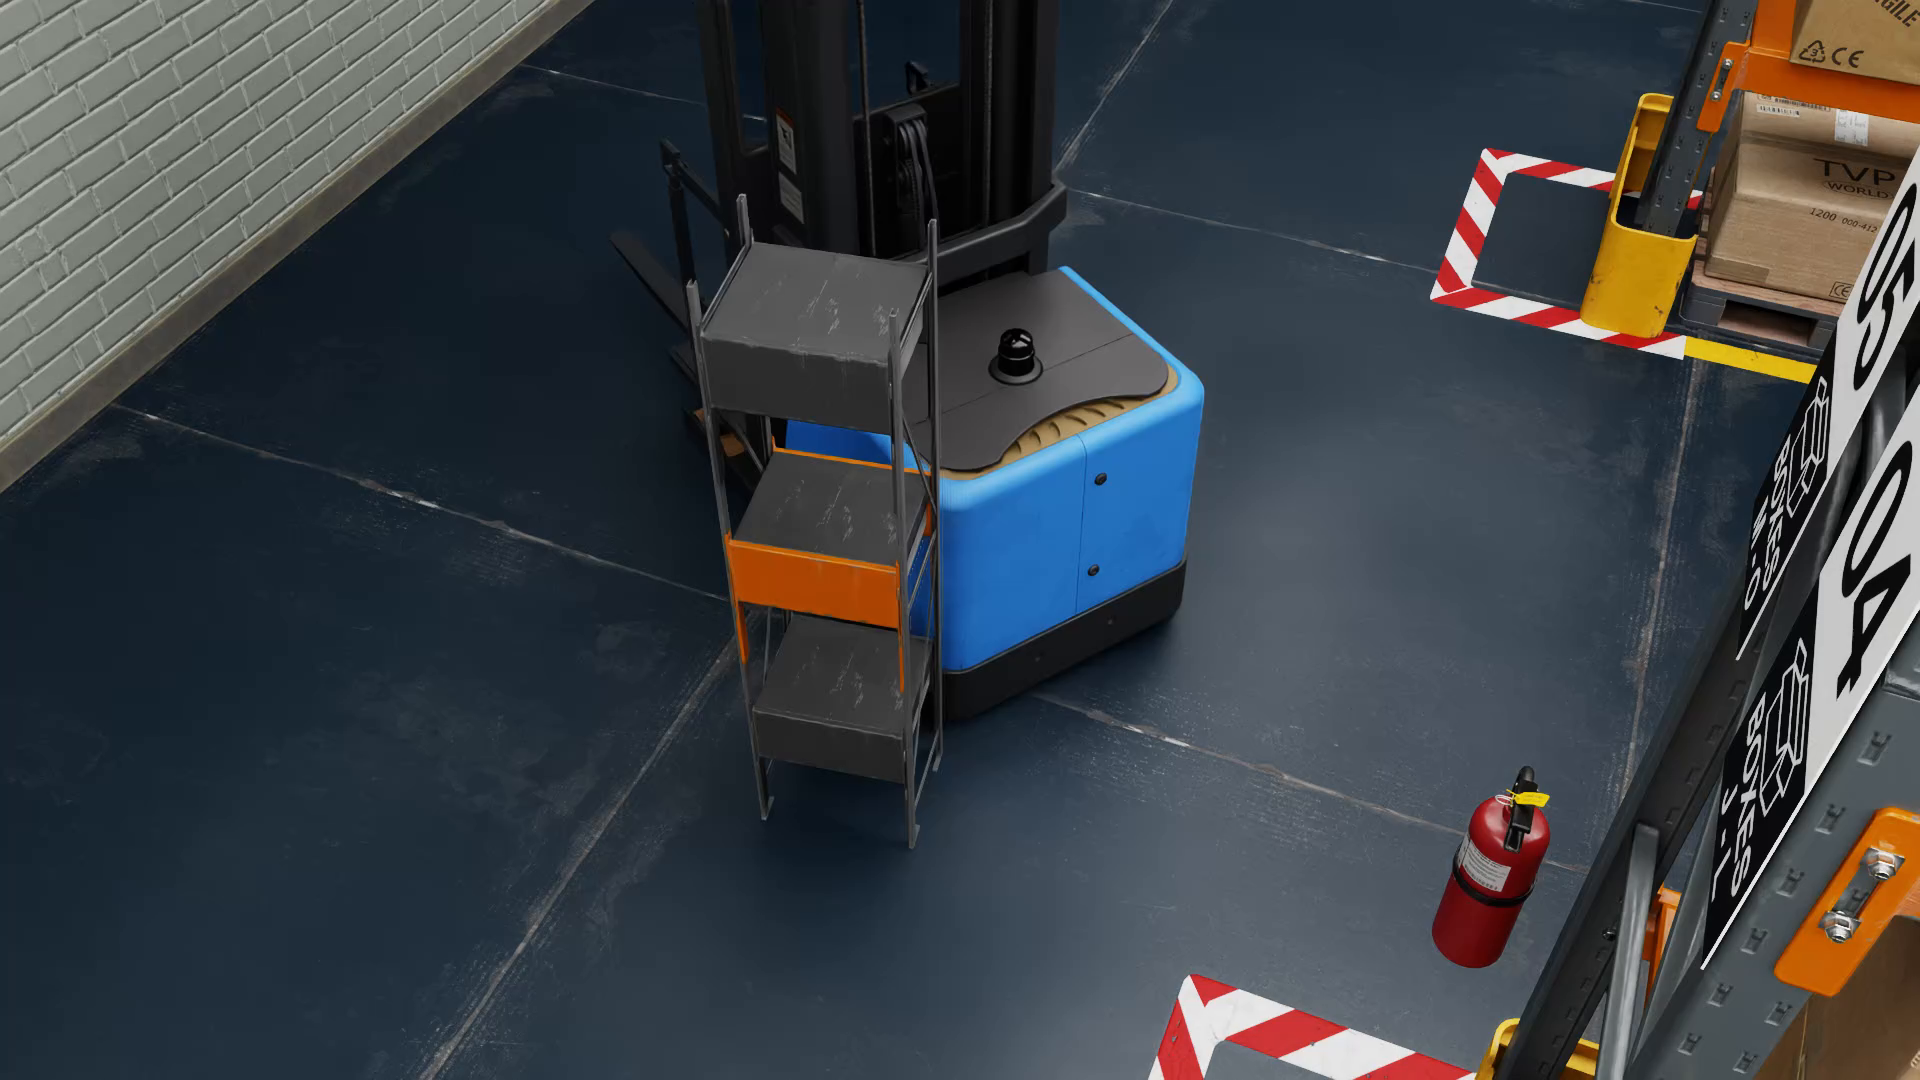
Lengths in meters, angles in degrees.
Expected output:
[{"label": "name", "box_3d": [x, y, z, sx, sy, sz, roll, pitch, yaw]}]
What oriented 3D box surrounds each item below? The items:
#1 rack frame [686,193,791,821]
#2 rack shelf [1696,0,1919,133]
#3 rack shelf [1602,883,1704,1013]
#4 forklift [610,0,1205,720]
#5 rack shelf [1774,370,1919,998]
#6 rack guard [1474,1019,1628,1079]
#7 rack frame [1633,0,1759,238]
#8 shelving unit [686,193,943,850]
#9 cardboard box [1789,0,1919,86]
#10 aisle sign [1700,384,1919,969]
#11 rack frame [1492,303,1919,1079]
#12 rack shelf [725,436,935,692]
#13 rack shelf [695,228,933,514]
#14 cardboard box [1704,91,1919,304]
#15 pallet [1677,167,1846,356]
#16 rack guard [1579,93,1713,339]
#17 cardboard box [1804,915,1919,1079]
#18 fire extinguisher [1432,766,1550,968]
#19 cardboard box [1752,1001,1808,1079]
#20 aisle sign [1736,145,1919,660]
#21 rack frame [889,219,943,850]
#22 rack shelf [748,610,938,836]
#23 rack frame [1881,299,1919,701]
[{"label": "rack frame", "box_3d": [-0.585, 0.020, 4.741, 0.015, 2.100, 0.400, 9, 46, 9]}, {"label": "rack shelf", "box_3d": [4.923, -1.531, 6.172, 4.000, 0.370, 1.077, 16, 47, 16]}, {"label": "rack shelf", "box_3d": [3.110, 1.719, 2.906, 4.000, 0.370, 1.077, 16, 47, 16]}, {"label": "forklift", "box_3d": [-0.431, -1.455, 5.634, 1.130, 2.935, 3.031, -25, 50, -23]}, {"label": "rack shelf", "box_3d": [3.110, 0.655, 1.848, 4.000, 0.370, 1.077, 16, 47, 16]}, {"label": "rack guard", "box_3d": [1.335, 1.827, 4.059, 0.348, 0.500, 1.175, 16, 47, 16]}, {"label": "rack frame", "box_3d": [3.077, -2.329, 6.464, 0.127, 3.000, 1.000, 16, 47, 16]}, {"label": "shelving unit", "box_3d": [-0.347, 0.059, 4.702, 0.503, 2.100, 0.431, 9, 46, 9]}, {"label": "cardboard box", "box_3d": [3.409, -2.047, 6.110, 0.500, 0.500, 0.500, 16, 47, 16]}, {"label": "aisle sign", "box_3d": [1.082, 0.174, 2.105, 0.004, 0.787, 0.394, 16, 47, 16]}, {"label": "rack frame", "box_3d": [1.264, 0.920, 3.198, 0.127, 3.000, 1.000, 16, 47, 16]}, {"label": "rack shelf", "box_3d": [-0.347, 0.069, 4.712, 0.480, 0.518, 0.431, 9, 46, 9]}, {"label": "rack shelf", "box_3d": [-0.347, -0.428, 4.218, 0.480, 0.518, 0.431, 9, 46, 9]}, {"label": "cardboard box", "box_3d": [3.725, -1.456, 7.105, 0.875, 0.438, 0.875, 15, 47, 15]}, {"label": "pallet", "box_3d": [3.845, -1.175, 7.281, 1.213, 0.211, 1.003, 16, 47, 16]}, {"label": "rack guard", "box_3d": [3.055, -1.450, 7.353, 0.348, 0.500, 1.175, 16, 47, 16]}, {"label": "cardboard box", "box_3d": [1.577, 0.720, 2.409, 0.500, 0.500, 0.500, 16, 47, 16]}, {"label": "fire extinguisher", "box_3d": [1.210, 0.711, 3.728, 0.183, 0.674, 0.296, 16, 47, 16]}, {"label": "cardboard box", "box_3d": [1.572, 1.081, 2.755, 0.500, 0.500, 0.500, 19, 48, 18]}, {"label": "aisle sign", "box_3d": [1.313, -0.216, 2.498, 0.004, 0.787, 0.394, 16, 47, 16]}, {"label": "rack frame", "box_3d": [-0.109, 0.098, 4.663, 0.015, 2.100, 0.400, 9, 46, 9]}, {"label": "rack shelf", "box_3d": [-0.347, 0.565, 5.205, 0.480, 0.518, 0.431, 9, 46, 9]}, {"label": "rack frame", "box_3d": [1.264, -1.206, 1.082, 0.127, 3.000, 1.000, 16, 47, 16]}]
